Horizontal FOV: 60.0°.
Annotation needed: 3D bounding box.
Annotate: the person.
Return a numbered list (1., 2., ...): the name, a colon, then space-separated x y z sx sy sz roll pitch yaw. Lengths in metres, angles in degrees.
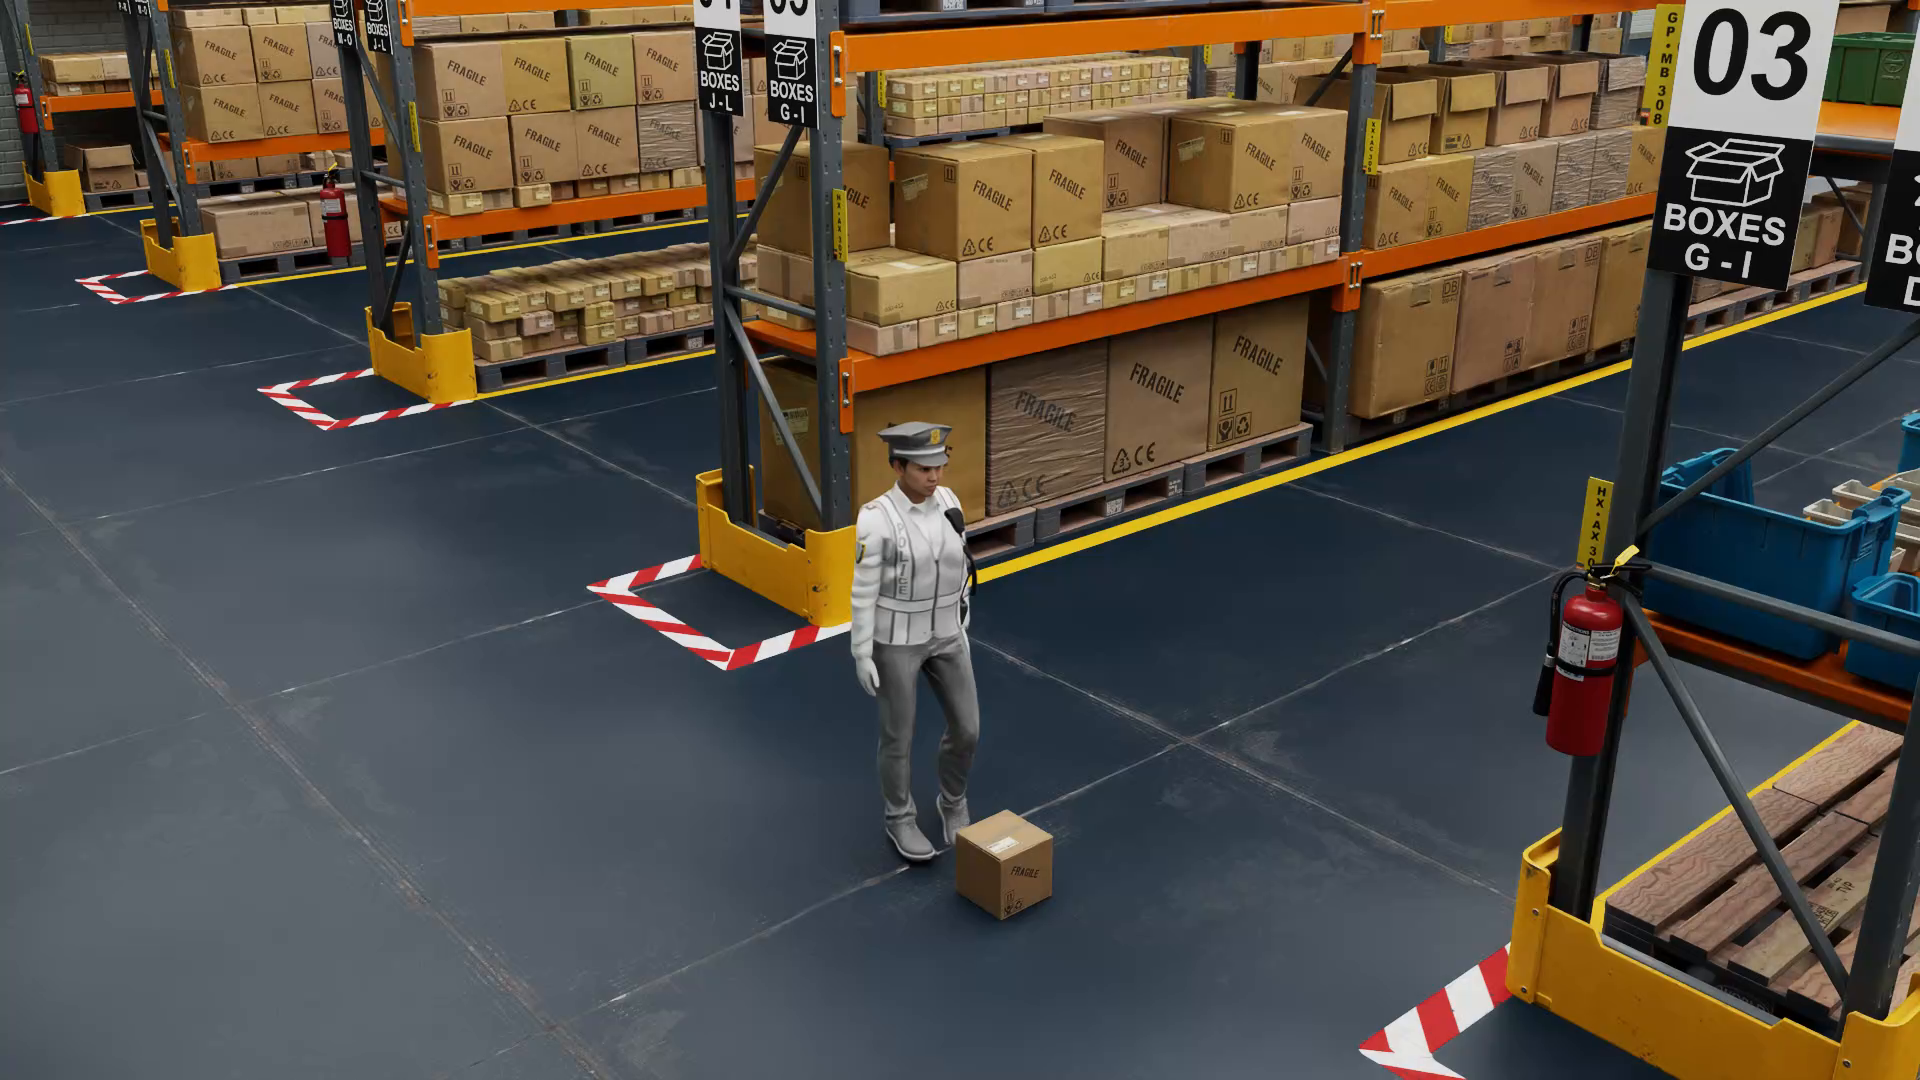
1. person: -0.166 0.393 6.081 0.516 1.712 0.334 -13 25 -31
